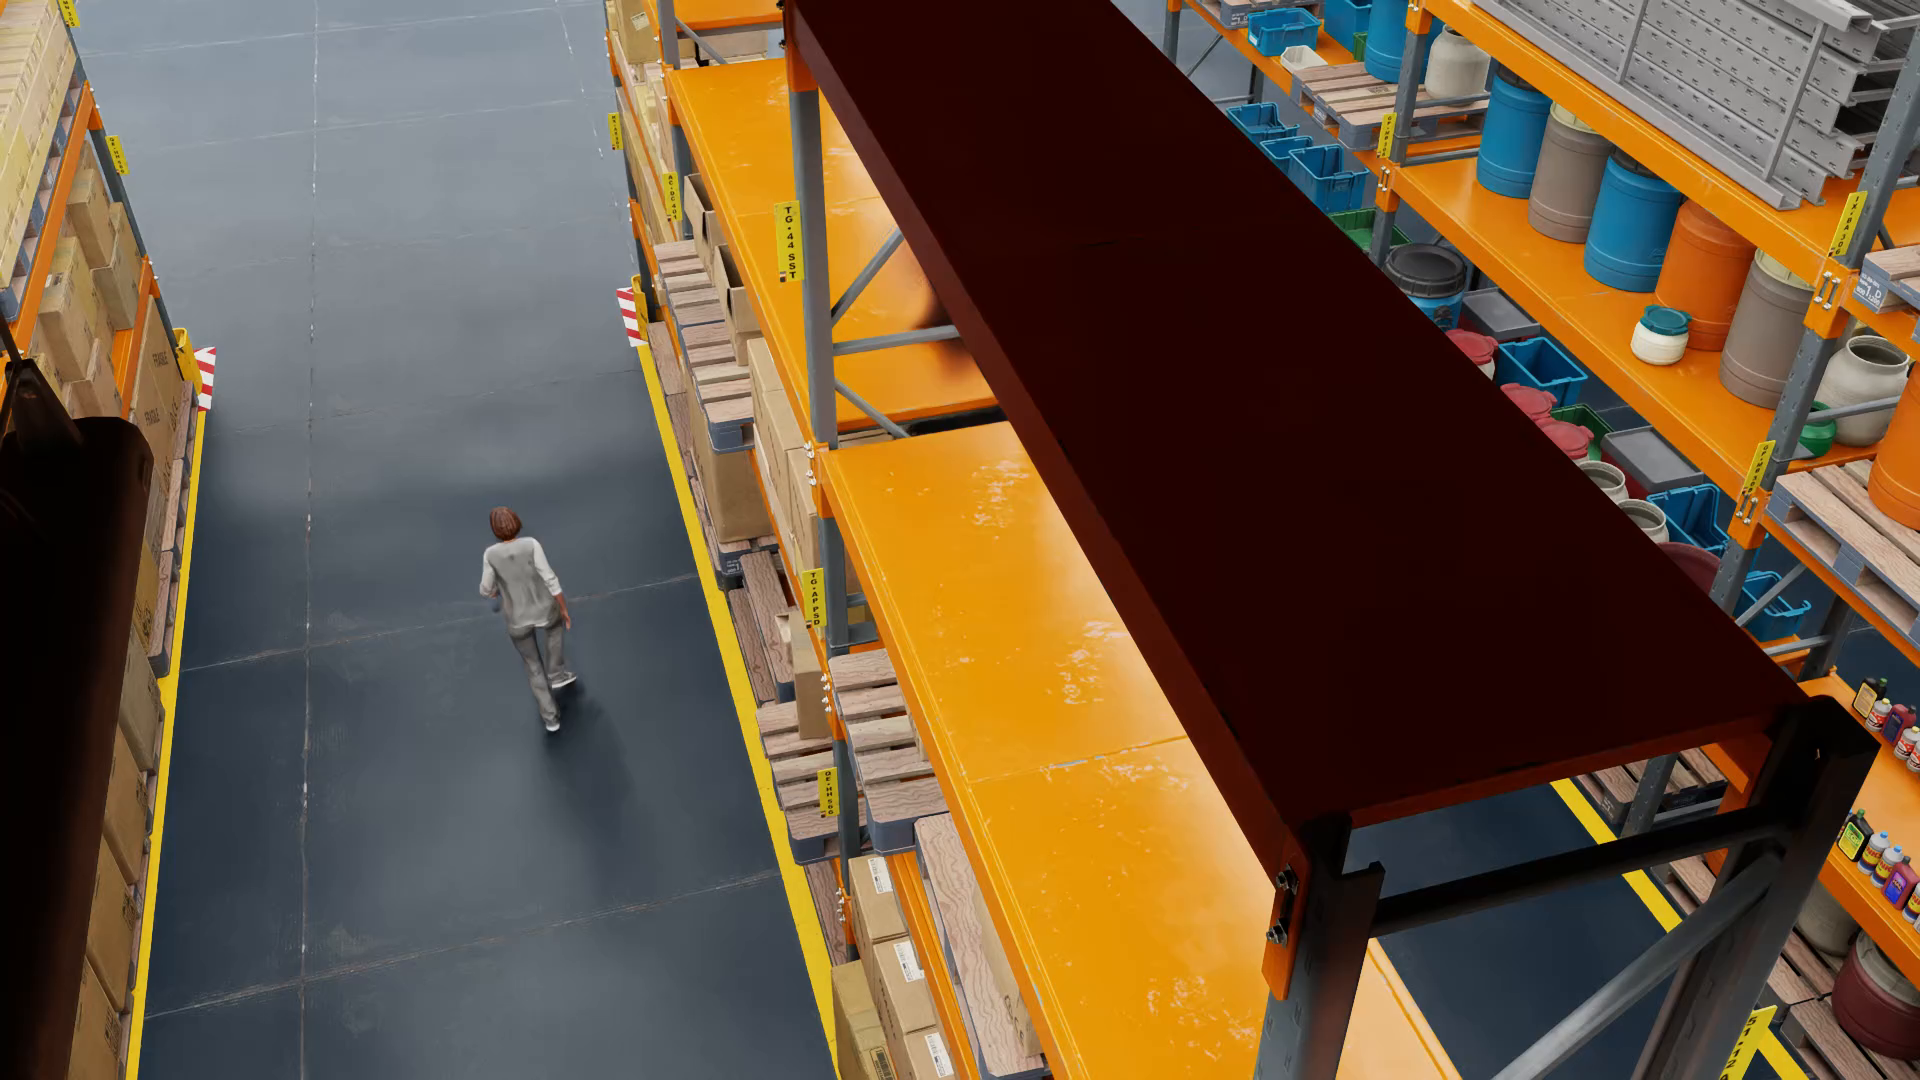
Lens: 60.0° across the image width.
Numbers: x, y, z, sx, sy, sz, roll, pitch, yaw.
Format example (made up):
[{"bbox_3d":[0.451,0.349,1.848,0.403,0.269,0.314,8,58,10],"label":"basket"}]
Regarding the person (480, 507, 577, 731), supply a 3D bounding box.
[{"bbox_3d":[-2.844,0.513,10.949,0.521,1.537,0.742,-12,40,-15],"label":"person"}]
